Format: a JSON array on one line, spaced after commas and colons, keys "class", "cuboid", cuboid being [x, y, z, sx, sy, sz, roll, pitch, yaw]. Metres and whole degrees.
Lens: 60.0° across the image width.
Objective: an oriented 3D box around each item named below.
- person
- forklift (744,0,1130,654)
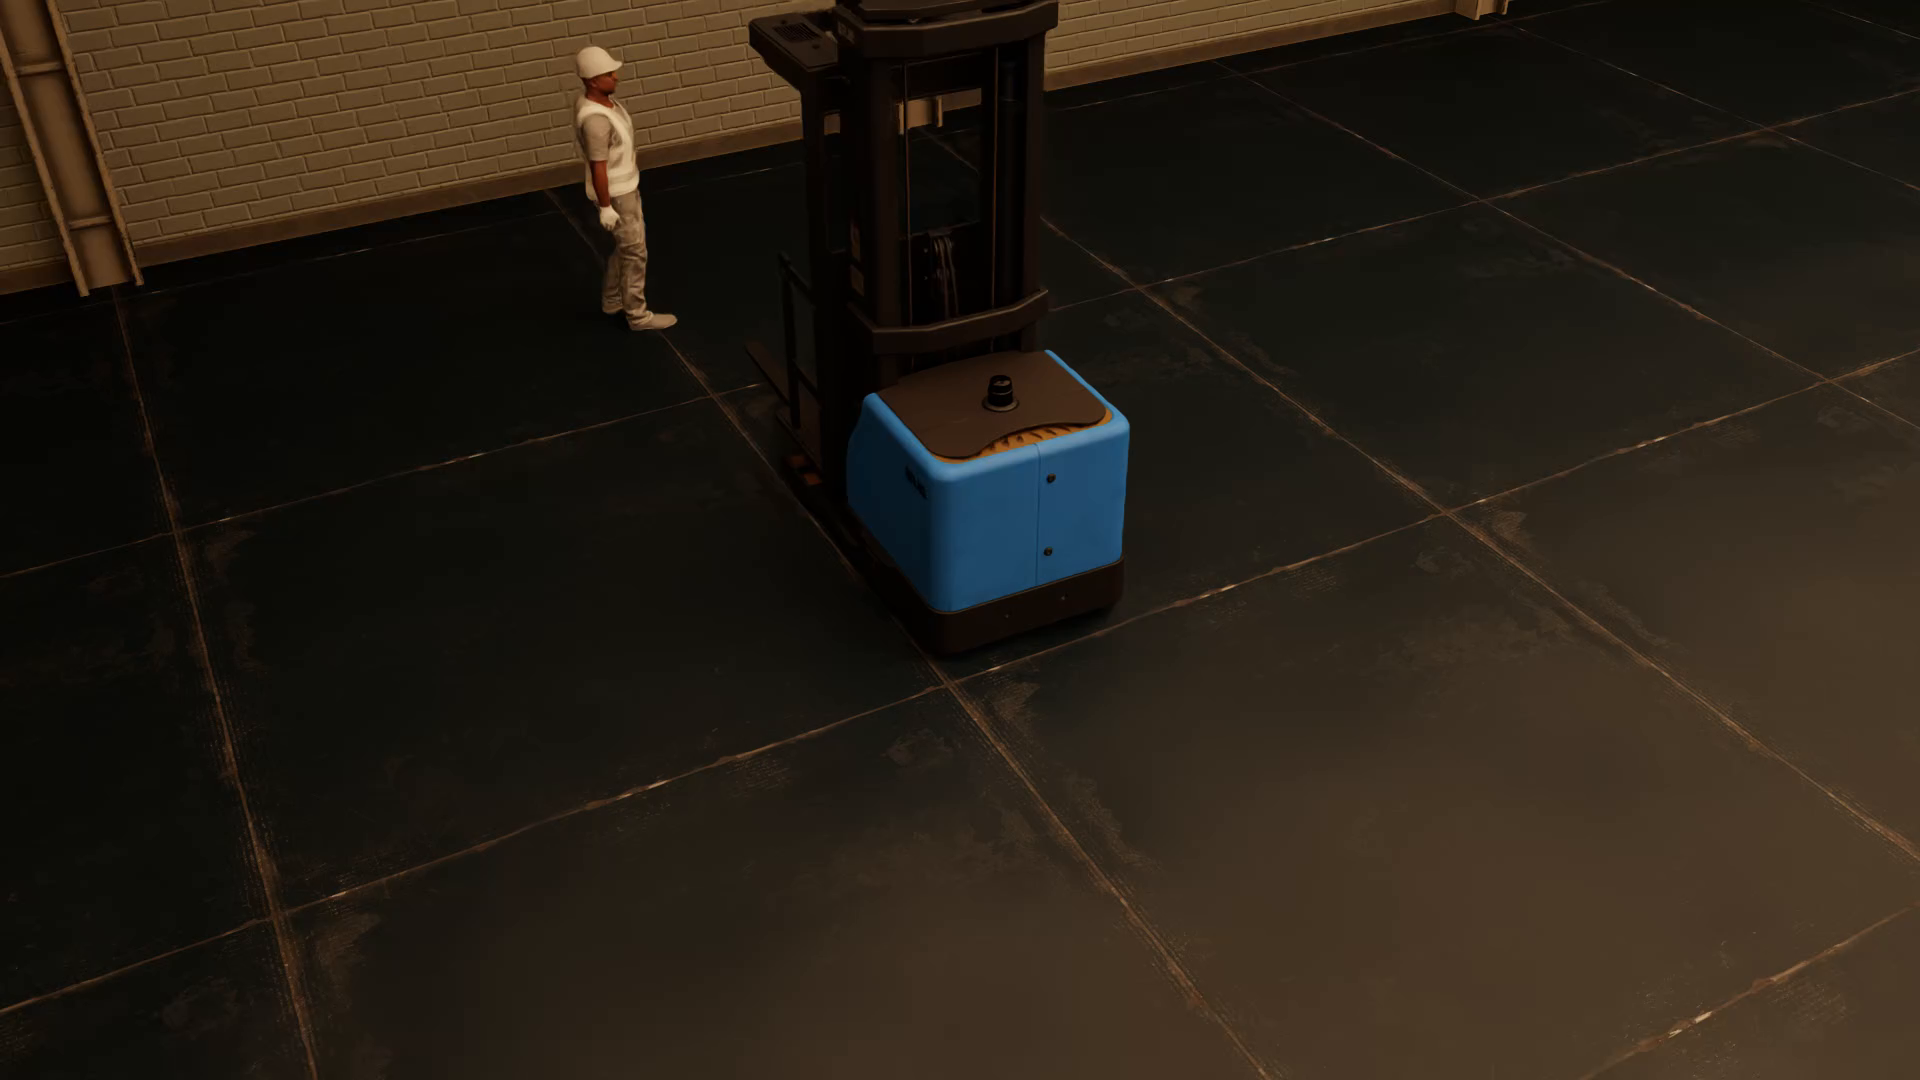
[{"class": "person", "cuboid": [-2.067, -2.167, 10.235, 0.483, 1.779, 0.670, -5, 36, -7]}, {"class": "forklift", "cuboid": [-0.316, -1.499, 8.243, 1.130, 2.935, 3.031, -16, 38, -21]}]
